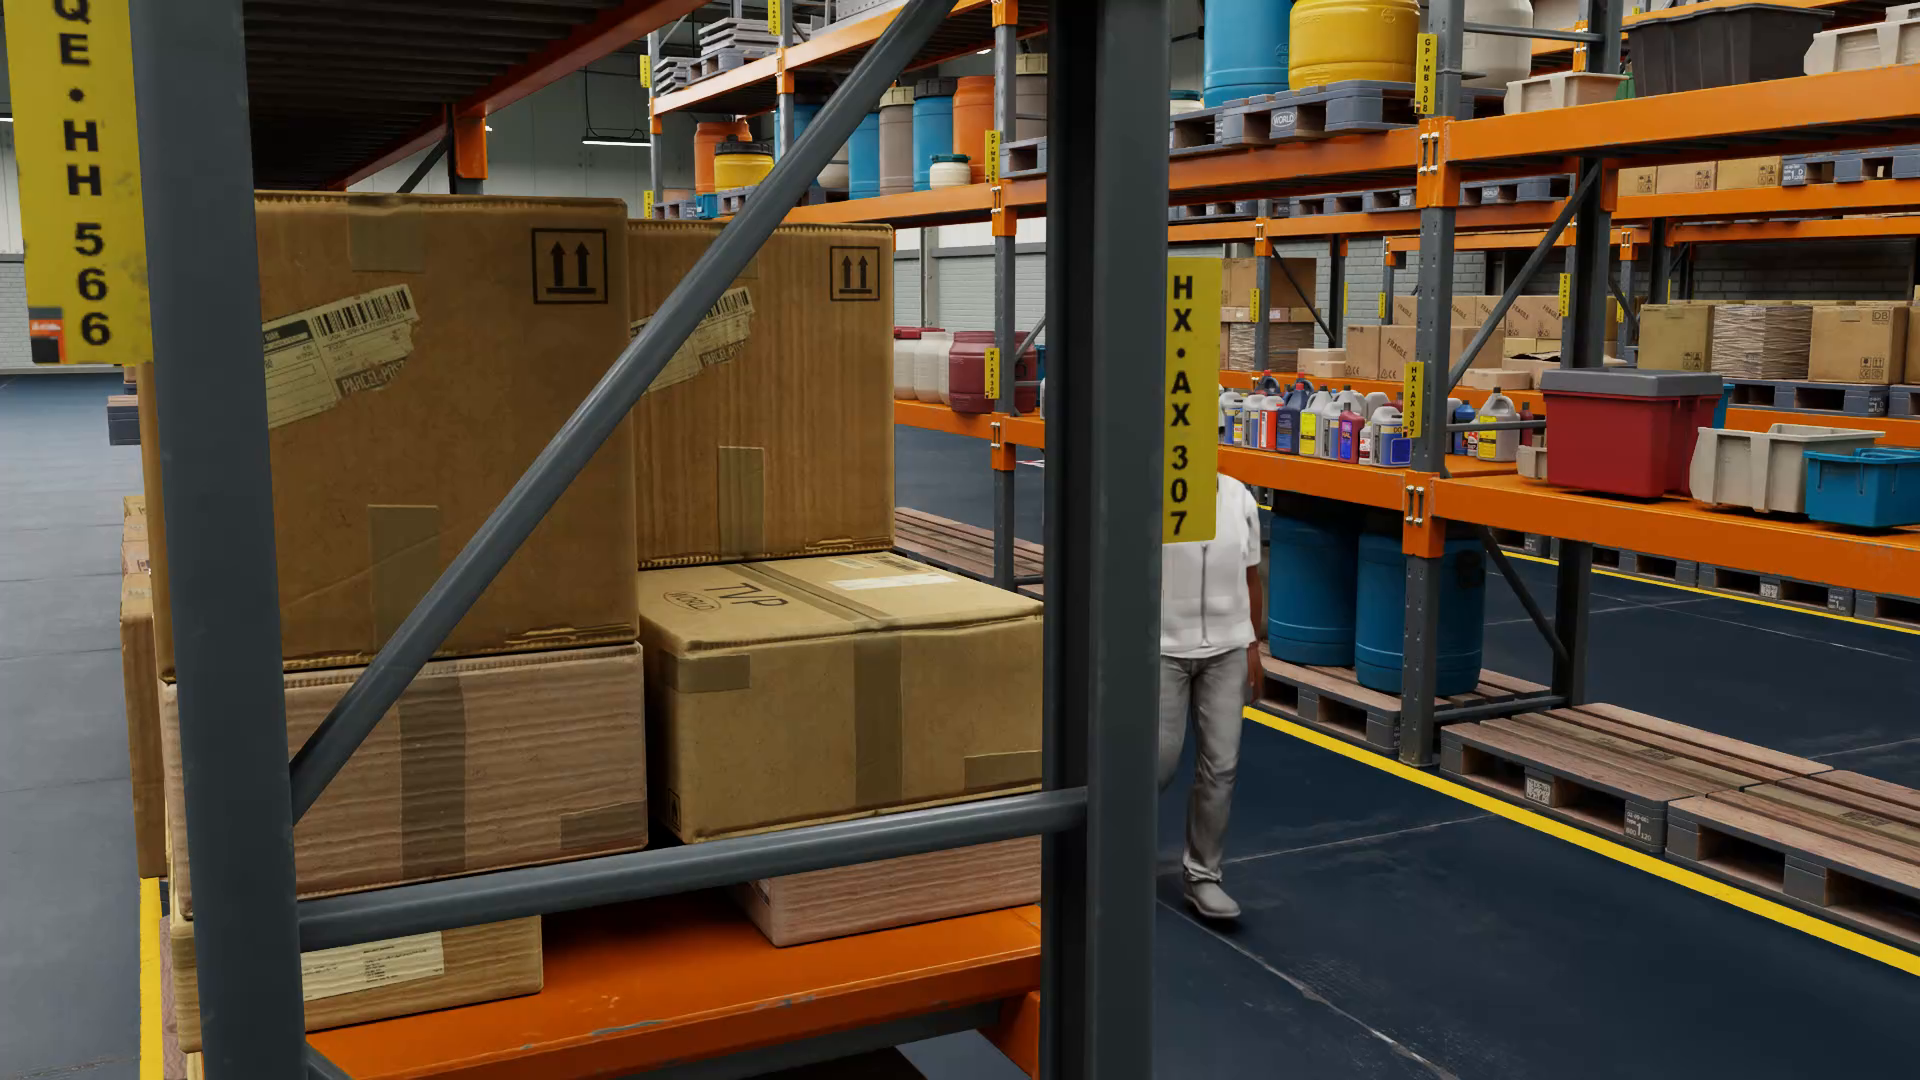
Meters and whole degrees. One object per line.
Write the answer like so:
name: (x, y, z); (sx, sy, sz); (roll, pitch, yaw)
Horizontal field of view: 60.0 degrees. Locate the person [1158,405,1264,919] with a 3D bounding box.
person: (0.762, 0.367, 5.678); (0.573, 1.753, 0.684); (-2, 9, -11)
